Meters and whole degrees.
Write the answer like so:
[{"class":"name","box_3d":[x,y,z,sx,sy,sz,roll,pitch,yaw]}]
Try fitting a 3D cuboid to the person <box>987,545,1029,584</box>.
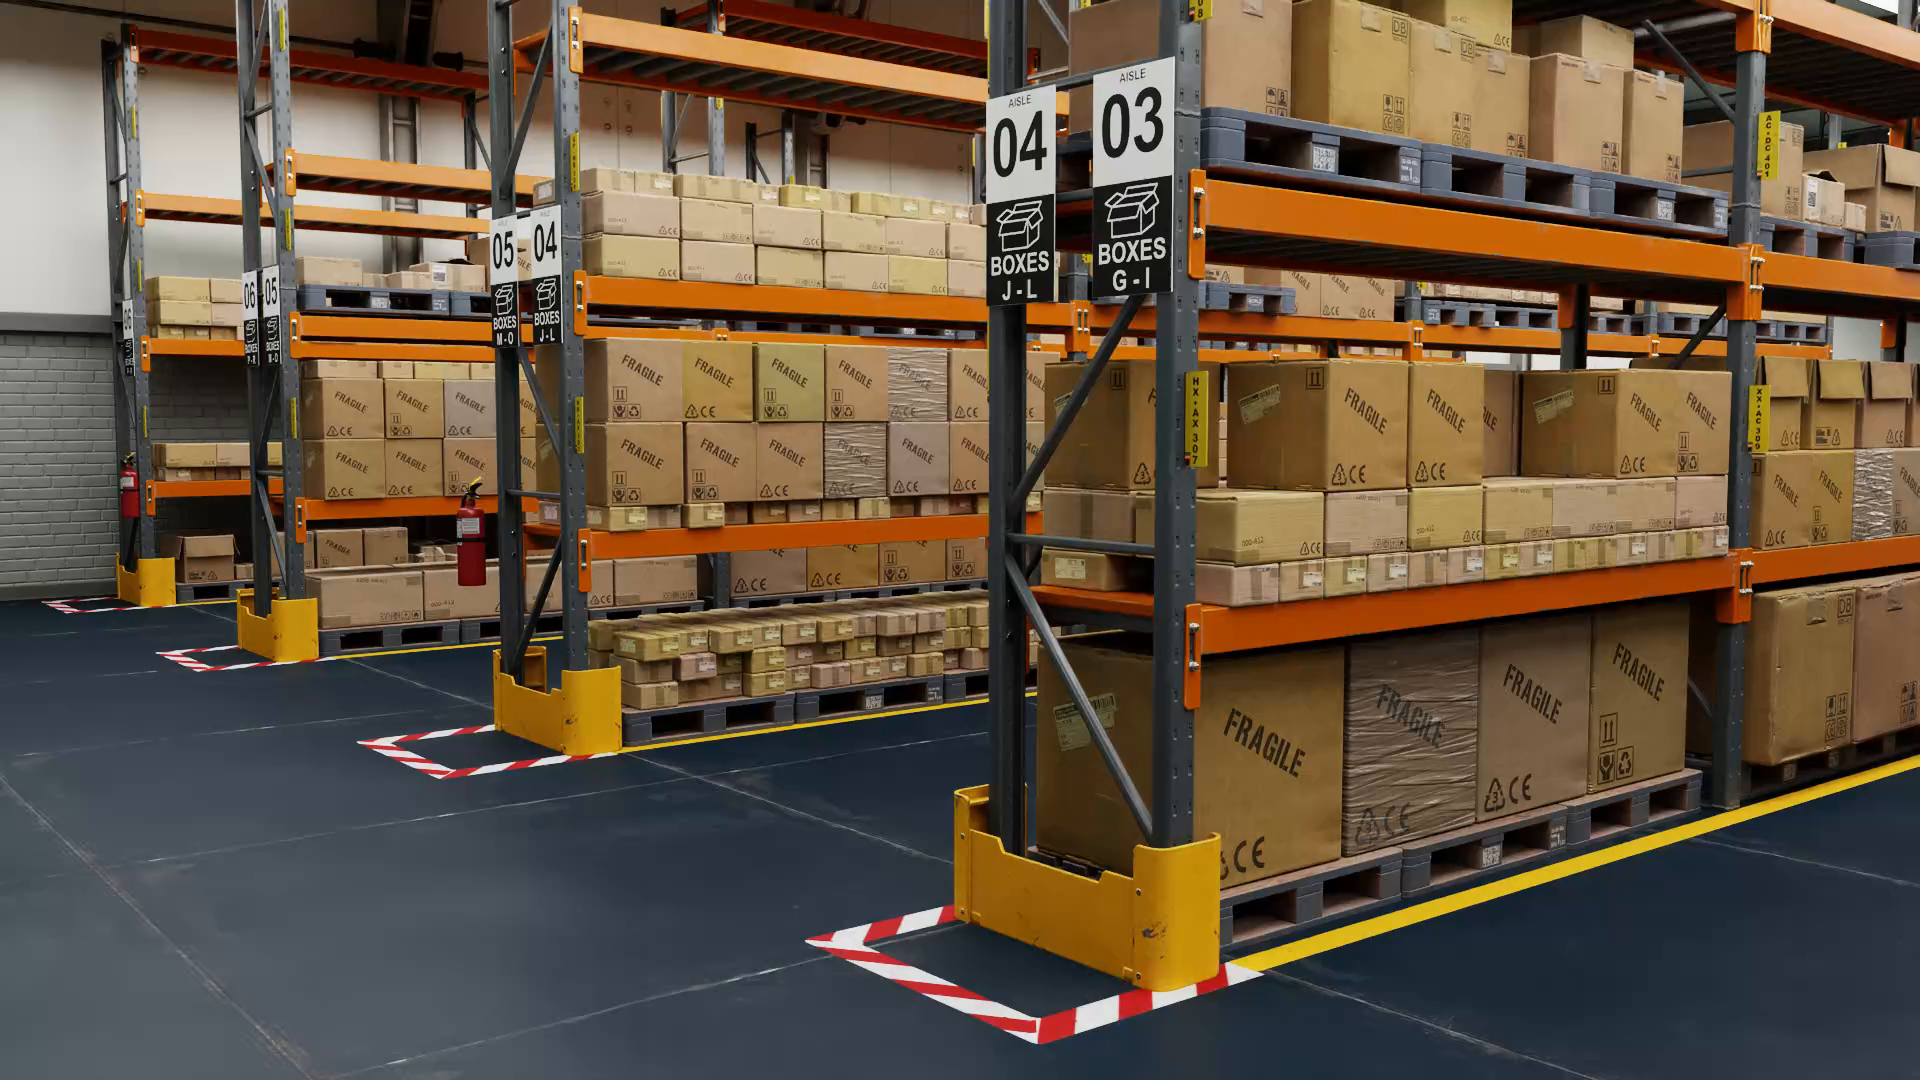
[{"class":"person","box_3d":[0.508,-0.016,15.035,0.491,1.778,0.587,-4,5,-40]}]
